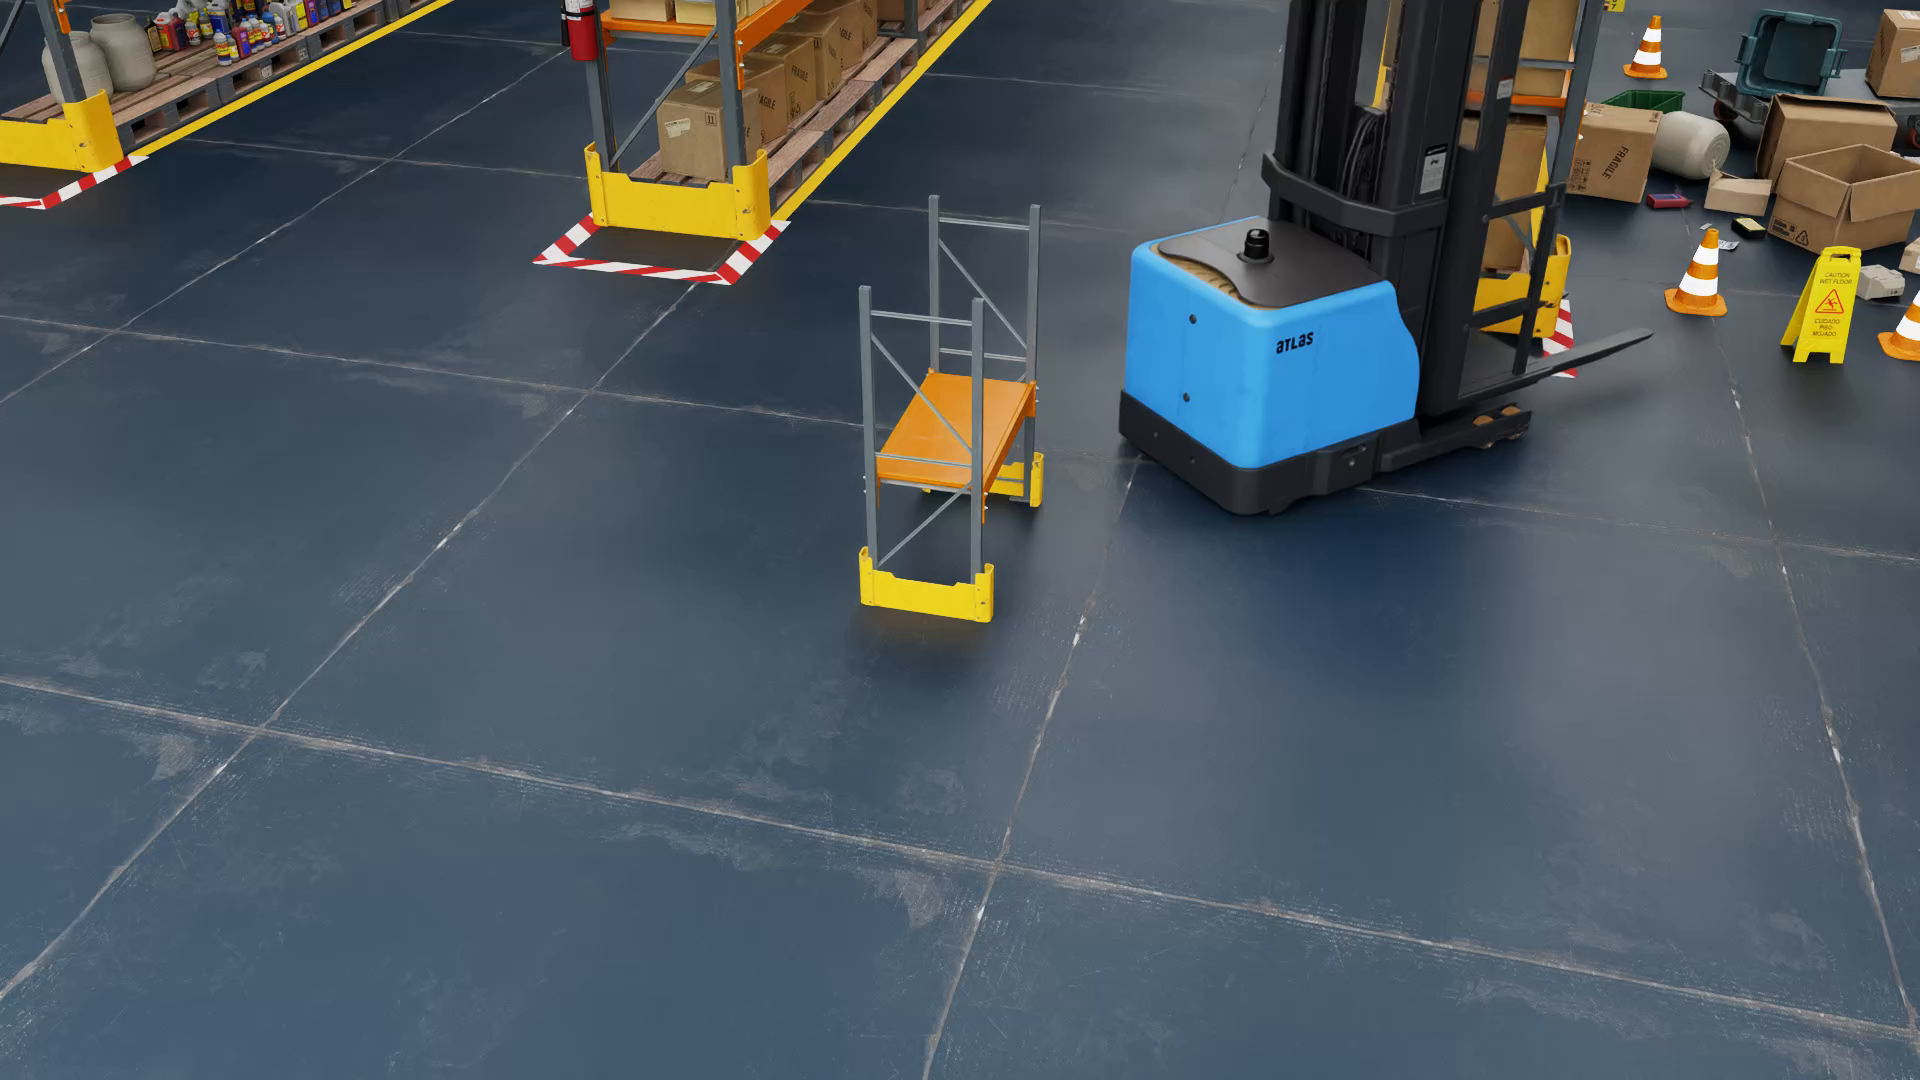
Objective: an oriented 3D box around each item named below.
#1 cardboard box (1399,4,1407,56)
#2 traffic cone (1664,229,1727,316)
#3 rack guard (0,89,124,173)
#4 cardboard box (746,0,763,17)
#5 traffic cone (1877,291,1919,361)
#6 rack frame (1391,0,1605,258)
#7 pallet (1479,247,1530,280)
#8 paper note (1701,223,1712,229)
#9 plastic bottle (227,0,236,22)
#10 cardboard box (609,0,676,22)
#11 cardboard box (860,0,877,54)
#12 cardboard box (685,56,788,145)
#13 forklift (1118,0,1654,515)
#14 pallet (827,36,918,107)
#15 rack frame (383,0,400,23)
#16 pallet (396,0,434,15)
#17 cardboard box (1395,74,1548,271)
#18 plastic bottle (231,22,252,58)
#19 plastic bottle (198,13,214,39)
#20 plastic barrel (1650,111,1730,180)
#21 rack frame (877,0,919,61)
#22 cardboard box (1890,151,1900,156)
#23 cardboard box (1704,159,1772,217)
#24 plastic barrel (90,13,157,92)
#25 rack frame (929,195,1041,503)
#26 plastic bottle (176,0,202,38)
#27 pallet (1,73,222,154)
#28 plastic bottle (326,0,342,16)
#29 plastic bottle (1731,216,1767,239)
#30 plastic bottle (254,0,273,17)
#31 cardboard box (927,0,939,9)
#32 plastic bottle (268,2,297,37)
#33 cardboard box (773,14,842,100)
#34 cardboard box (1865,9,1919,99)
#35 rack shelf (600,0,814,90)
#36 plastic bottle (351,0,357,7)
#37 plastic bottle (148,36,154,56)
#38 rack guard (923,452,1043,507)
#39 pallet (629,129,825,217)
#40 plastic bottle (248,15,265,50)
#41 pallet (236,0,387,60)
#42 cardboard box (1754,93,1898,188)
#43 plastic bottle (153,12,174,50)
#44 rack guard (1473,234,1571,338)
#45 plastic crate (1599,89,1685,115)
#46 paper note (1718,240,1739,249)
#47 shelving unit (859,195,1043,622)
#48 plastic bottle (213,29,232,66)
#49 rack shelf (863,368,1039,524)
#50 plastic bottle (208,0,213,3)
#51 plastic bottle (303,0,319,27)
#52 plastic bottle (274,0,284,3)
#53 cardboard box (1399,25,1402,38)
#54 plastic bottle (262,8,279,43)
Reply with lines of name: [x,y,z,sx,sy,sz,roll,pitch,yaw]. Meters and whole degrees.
cardboard box: [3.074,-3.154,9.776,0.875,0.550,0.550,8,33,12]
traffic cone: [4.413,-1.615,9.860,0.336,0.463,0.334,8,33,12]
rack guard: [-6.684,-2.997,11.998,1.175,0.500,0.348,8,33,12]
cardboard box: [-1.482,-3.468,10.643,0.380,0.149,0.250,8,33,12]
traffic cone: [5.420,-1.285,9.340,0.336,0.463,0.334,8,33,12]
rack frame: [2.905,-2.604,9.050,1.000,3.000,0.127,8,33,12]
pallet: [3.032,-1.852,10.467,1.003,0.211,1.213,8,33,12]
paper note: [4.939,-2.077,11.008,0.032,0.001,0.123,28,42,36]
plastic bottle: [-6.298,-4.574,14.282,0.097,0.271,0.097,0,32,0]
cardboard box: [-1.995,-3.401,10.539,0.380,0.149,0.250,8,33,12]
cardboard box: [-0.992,-4.327,13.700,0.500,0.500,0.500,7,33,11]
cardboard box: [-1.574,-3.090,11.754,0.500,0.500,0.500,17,36,25]
forklift: [2.341,-1.929,8.052,3.031,2.935,1.130,-18,36,-25]
pallet: [-0.988,-3.877,13.652,1.003,0.211,1.213,8,33,12]
rack frame: [-5.643,-6.081,14.520,1.000,3.000,0.127,8,33,12]
pallet: [-5.481,-5.317,15.918,1.003,0.211,1.213,8,33,12]
cardboard box: [3.013,-2.245,10.075,0.875,0.875,0.875,8,33,13]
plastic bottle: [-5.821,-4.058,13.460,0.061,0.283,0.133,9,33,13]
plastic bottle: [-6.324,-4.315,13.940,0.097,0.201,0.097,0,32,0]
plastic barrel: [5.116,-2.795,11.751,0.421,0.421,0.512,-21,38,-29]
rack frame: [-0.852,-5.407,13.460,1.000,3.000,0.127,8,33,12]
cardboard box: [6.451,-2.774,11.865,0.258,0.266,0.396,-14,35,-21]
cardboard box: [5.265,-2.383,11.251,0.396,0.266,0.258,14,35,21]
plastic barrel: [-6.438,-3.745,12.773,0.421,0.512,0.421,0,32,0]
rack frame: [0.107,-0.852,7.693,0.500,1.500,0.032,8,33,12]
plastic bottle: [-6.452,-4.372,13.890,0.144,0.351,0.185,9,34,14]
pallet: [-6.473,-3.296,12.737,1.003,0.211,1.213,8,33,12]
plastic bottle: [-5.528,-4.776,14.525,0.144,0.351,0.185,7,33,11]
plastic bottle: [5.171,-2.062,10.937,0.133,0.061,0.283,-3,33,-4]
plastic bottle: [-6.110,-4.767,14.512,0.144,0.351,0.185,8,33,12]
cardboard box: [-0.536,-5.099,14.894,0.700,0.500,0.500,8,33,12]
plastic bottle: [-5.703,-4.393,13.993,0.152,0.276,0.135,9,33,13]
cardboard box: [-1.212,-3.696,12.707,0.500,0.500,0.500,5,33,8]
cardboard box: [7.004,-3.549,12.161,0.500,0.500,0.500,8,33,12]
rack shelf: [-1.360,-4.066,12.020,1.077,0.370,4.000,8,33,12]
plastic bottle: [-5.434,-4.856,14.790,0.097,0.201,0.097,0,32,0]
plastic bottle: [-6.616,-4.023,13.481,0.097,0.201,0.097,0,32,0]
rack guard: [0.107,-0.324,8.027,0.587,0.250,0.087,8,33,12]
pallet: [-1.608,-2.611,11.660,1.003,0.211,1.213,8,33,12]
plastic bottle: [-5.784,-4.168,13.644,0.097,0.271,0.097,0,32,0]
pallet: [-5.854,-4.562,14.729,1.003,0.211,1.213,8,33,12]
cardboard box: [5.945,-2.729,11.446,0.797,0.637,0.503,8,33,12]
plastic bottle: [-6.526,-4.182,13.661,0.152,0.276,0.135,8,33,13]
rack guard: [2.899,-1.536,9.701,1.175,0.500,0.348,8,33,12]
plastic crate: [5.143,-3.248,12.631,0.662,0.188,0.450,-28,32,-37]
paper note: [4.934,-1.911,10.729,0.144,0.017,0.142,20,38,29]
shelving unit: [-0.019,-0.593,7.285,0.587,1.500,1.083,8,33,12]
plastic bottle: [-5.896,-3.938,13.282,0.097,0.271,0.097,0,32,0]
rack shelf: [-0.022,-0.437,7.375,0.538,0.185,1.000,8,33,12]
plastic bottle: [-6.379,-4.580,14.281,0.061,0.283,0.133,9,34,15]
plastic bottle: [-5.577,-4.558,14.245,0.061,0.283,0.133,10,34,16]
plastic bottle: [-5.764,-4.481,14.124,0.061,0.283,0.133,8,33,12]
cardboard box: [3.693,-3.643,12.274,0.875,0.875,0.875,9,33,13]
plastic bottle: [-5.733,-4.273,13.809,0.097,0.271,0.097,0,32,0]
